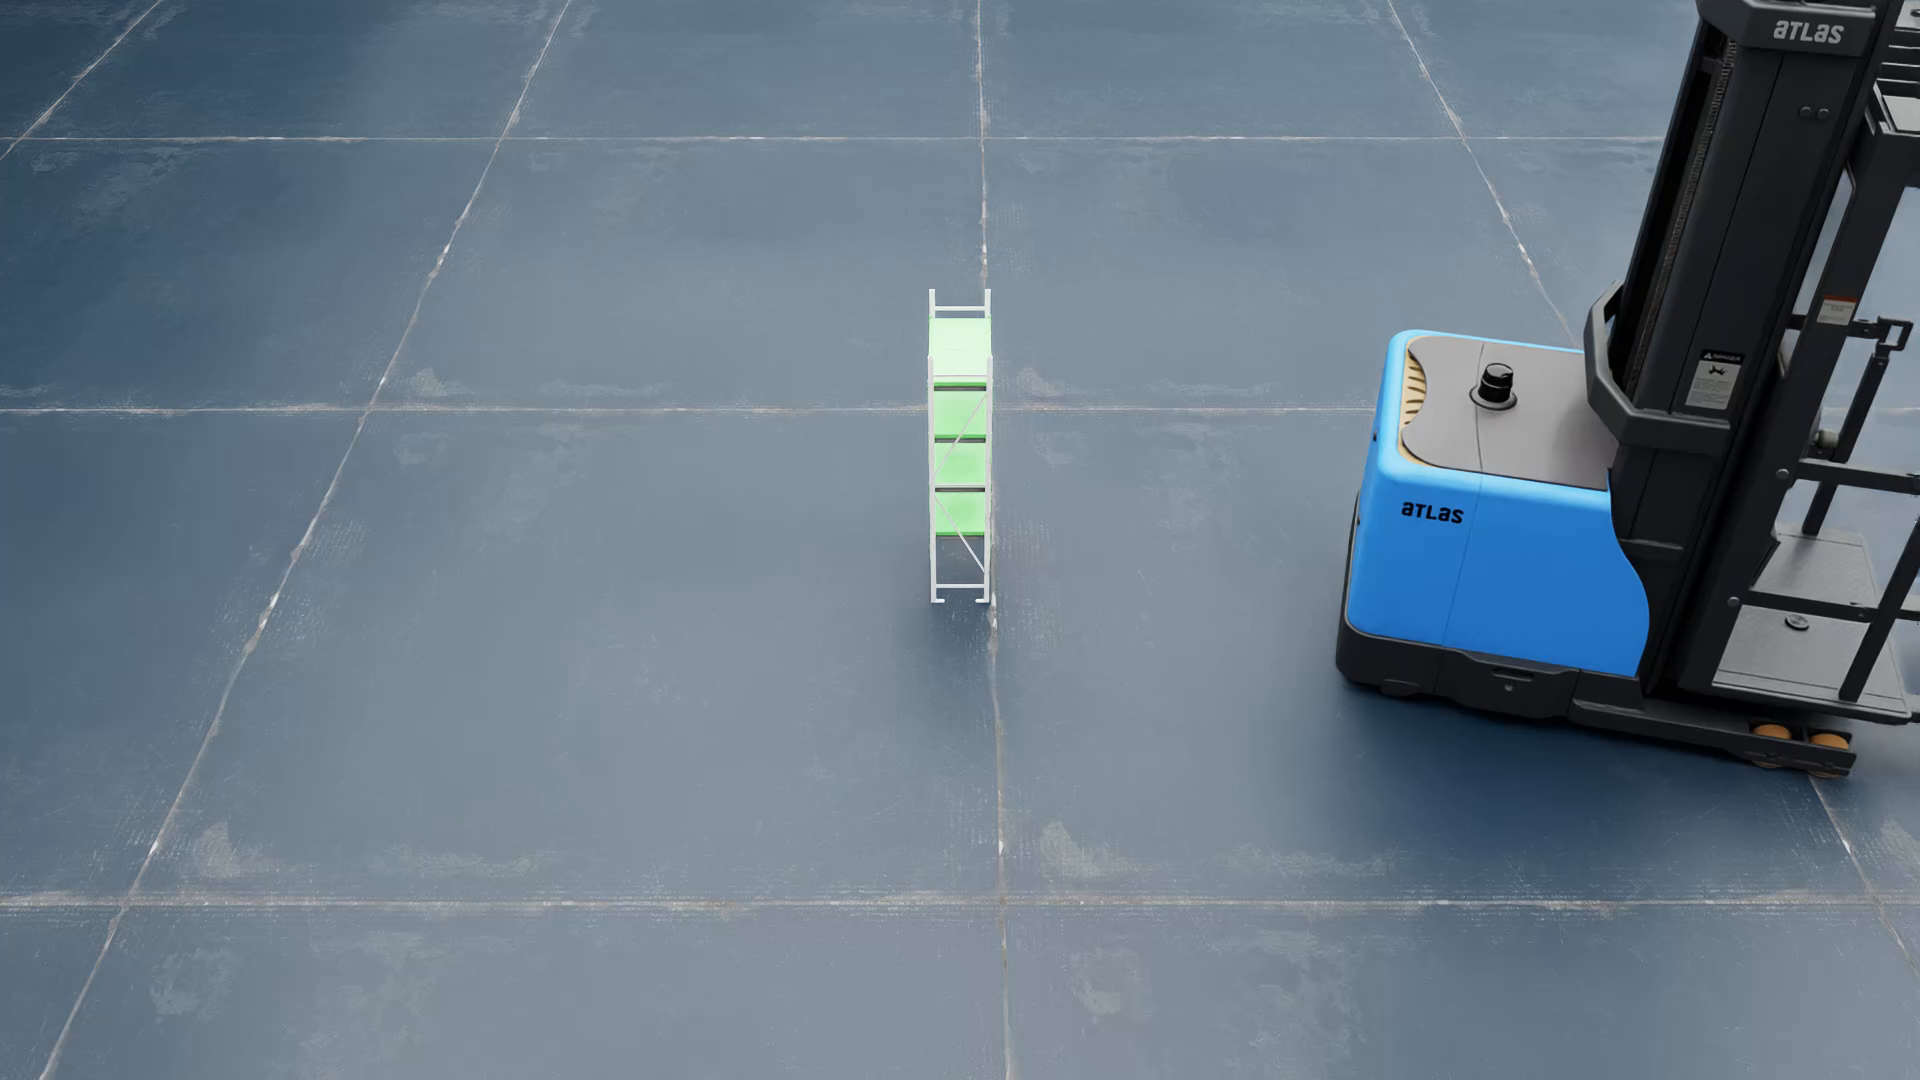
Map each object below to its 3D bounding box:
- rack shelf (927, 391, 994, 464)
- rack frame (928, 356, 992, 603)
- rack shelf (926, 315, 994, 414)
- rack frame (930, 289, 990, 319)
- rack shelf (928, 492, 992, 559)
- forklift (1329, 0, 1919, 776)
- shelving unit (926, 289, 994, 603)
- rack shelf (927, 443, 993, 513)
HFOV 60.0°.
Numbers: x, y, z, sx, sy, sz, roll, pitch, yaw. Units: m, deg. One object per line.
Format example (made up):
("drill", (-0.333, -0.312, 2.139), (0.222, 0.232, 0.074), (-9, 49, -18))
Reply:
("rack shelf", (0.000, -0.502, 6.635), (0.258, 0.148, 0.480), (0, 39, 0))
("rack frame", (0.000, -0.212, 6.555), (0.240, 1.200, 0.015), (0, 39, 0))
("rack shelf", (0.000, -0.689, 6.485), (0.258, 0.148, 0.480), (0, 39, 0))
("rack frame", (0.000, -0.517, 6.936), (0.240, 1.200, 0.015), (0, 39, 0))
("rack shelf", (0.000, -0.128, 6.936), (0.258, 0.148, 0.480), (0, 39, 0))
("forklift", (3.024, -0.638, 5.703), (3.031, 2.935, 1.130), (9, 40, 11))
("shelving unit", (0.000, -0.365, 6.746), (0.258, 1.200, 0.503), (0, 39, 0))
("rack shelf", (0.000, -0.315, 6.786), (0.258, 0.148, 0.480), (0, 39, 0))
